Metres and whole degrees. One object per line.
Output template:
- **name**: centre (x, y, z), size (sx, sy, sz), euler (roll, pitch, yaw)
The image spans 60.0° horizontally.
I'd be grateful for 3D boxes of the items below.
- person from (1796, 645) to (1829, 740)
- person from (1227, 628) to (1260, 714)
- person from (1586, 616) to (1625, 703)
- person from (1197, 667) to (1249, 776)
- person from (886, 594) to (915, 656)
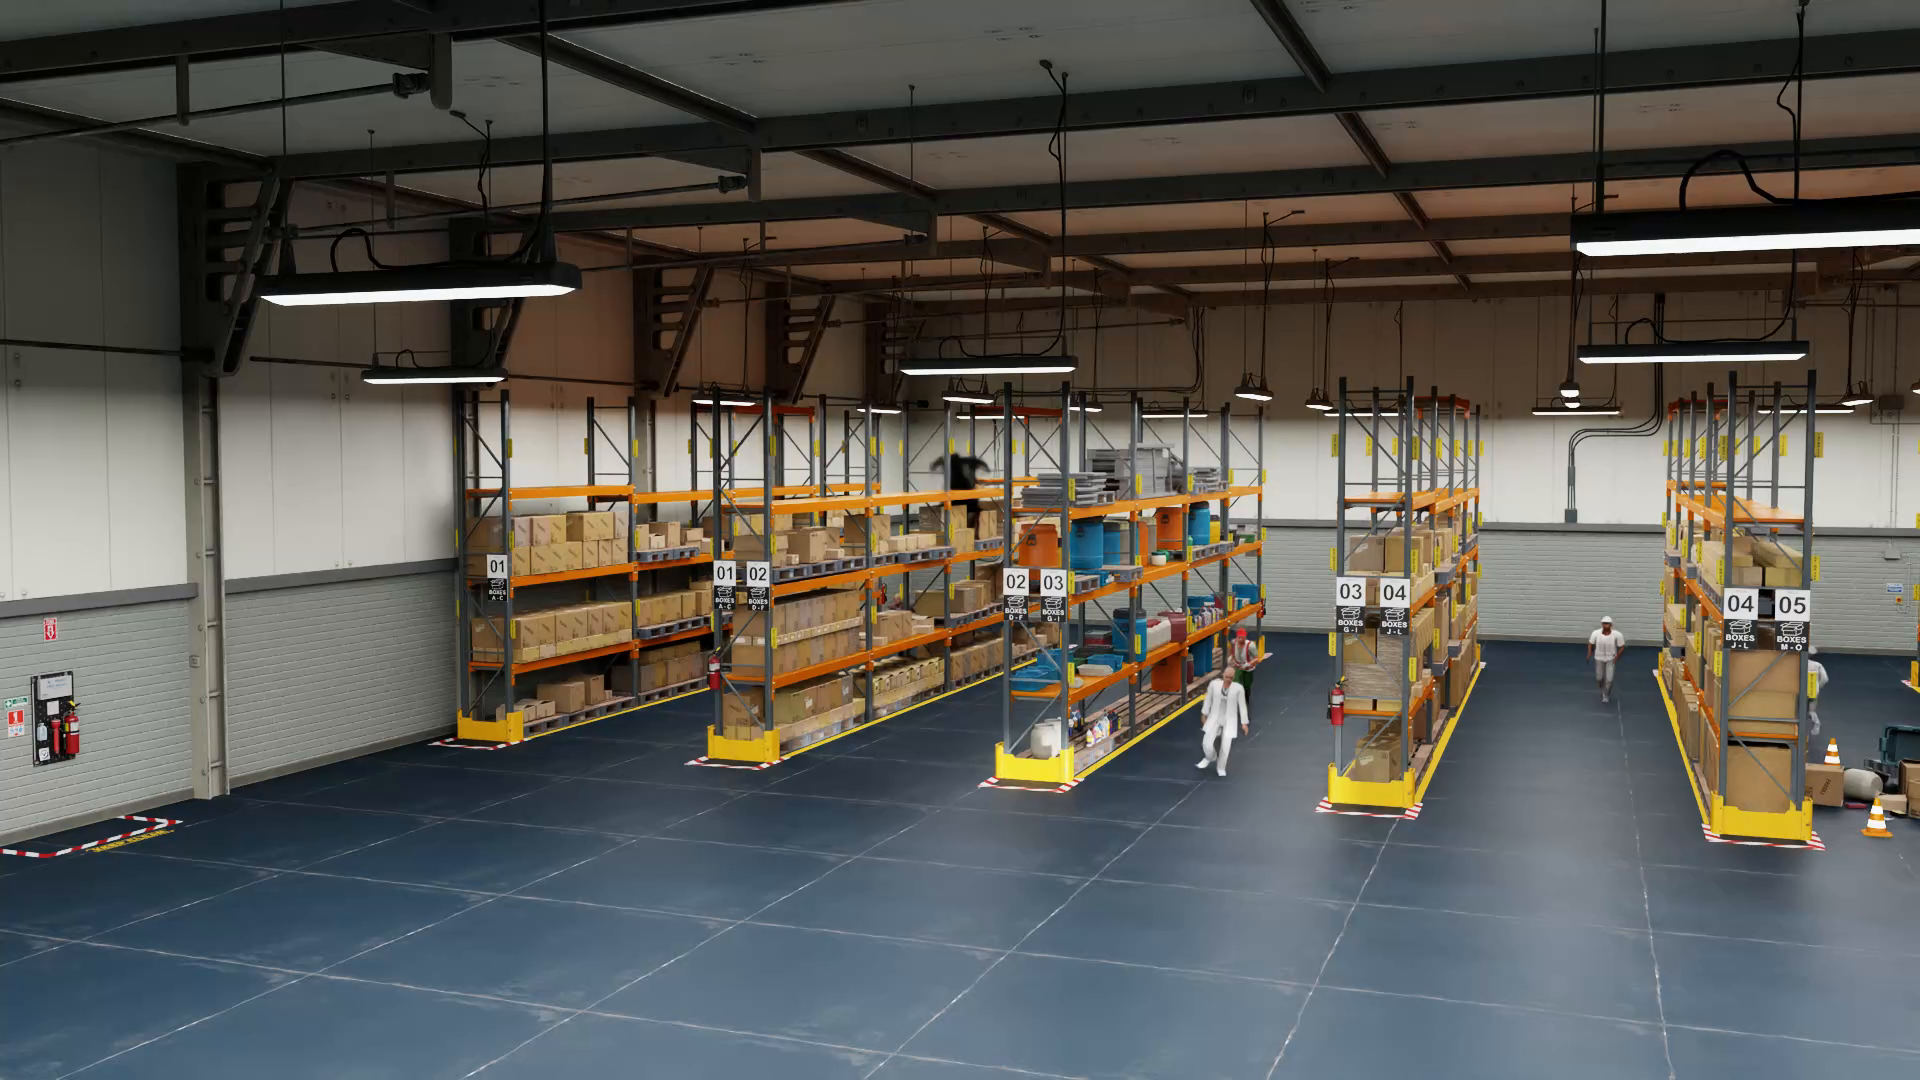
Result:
- **person**: centre (14.490, 2.621, 28.403), size (0.627, 1.649, 0.659), euler (1, 3, 12)
- **person**: centre (5.379, 2.440, 31.487), size (0.685, 1.605, 1.098), euler (1, 3, 22)
- **person**: centre (12.711, 2.349, 32.732), size (0.699, 1.712, 0.635), euler (2, 4, 27)
- **person**: centre (4.015, 2.828, 25.343), size (0.828, 1.527, 0.653), euler (1, 3, 18)
- **person**: centre (-1.373, 2.066, 38.220), size (0.702, 1.665, 0.854), euler (1, 3, 10)
